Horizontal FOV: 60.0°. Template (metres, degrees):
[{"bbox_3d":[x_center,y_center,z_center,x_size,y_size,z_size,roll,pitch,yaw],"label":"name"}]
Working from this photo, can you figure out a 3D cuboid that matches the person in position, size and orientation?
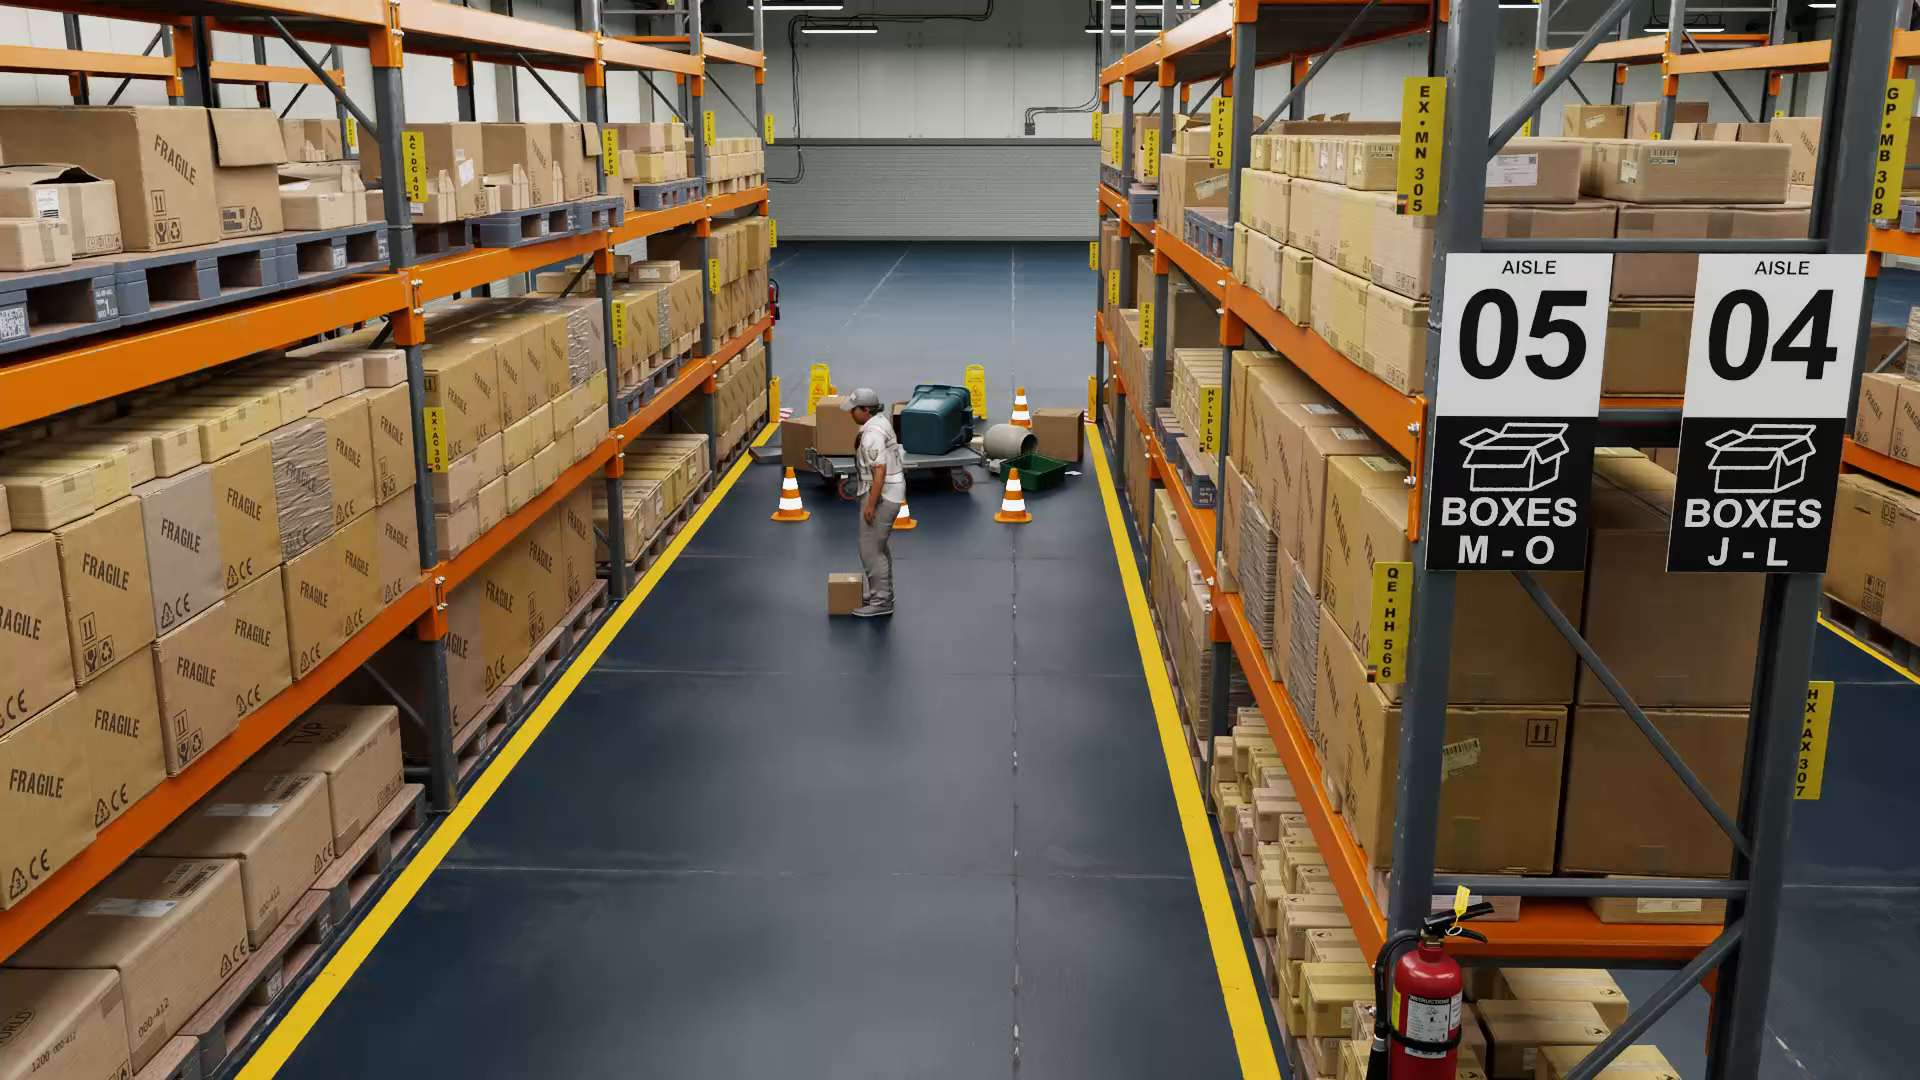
[{"bbox_3d":[7.918,-7.218,30.937,16.698,6.001,40.667,0,14,1],"label":"person"}]
